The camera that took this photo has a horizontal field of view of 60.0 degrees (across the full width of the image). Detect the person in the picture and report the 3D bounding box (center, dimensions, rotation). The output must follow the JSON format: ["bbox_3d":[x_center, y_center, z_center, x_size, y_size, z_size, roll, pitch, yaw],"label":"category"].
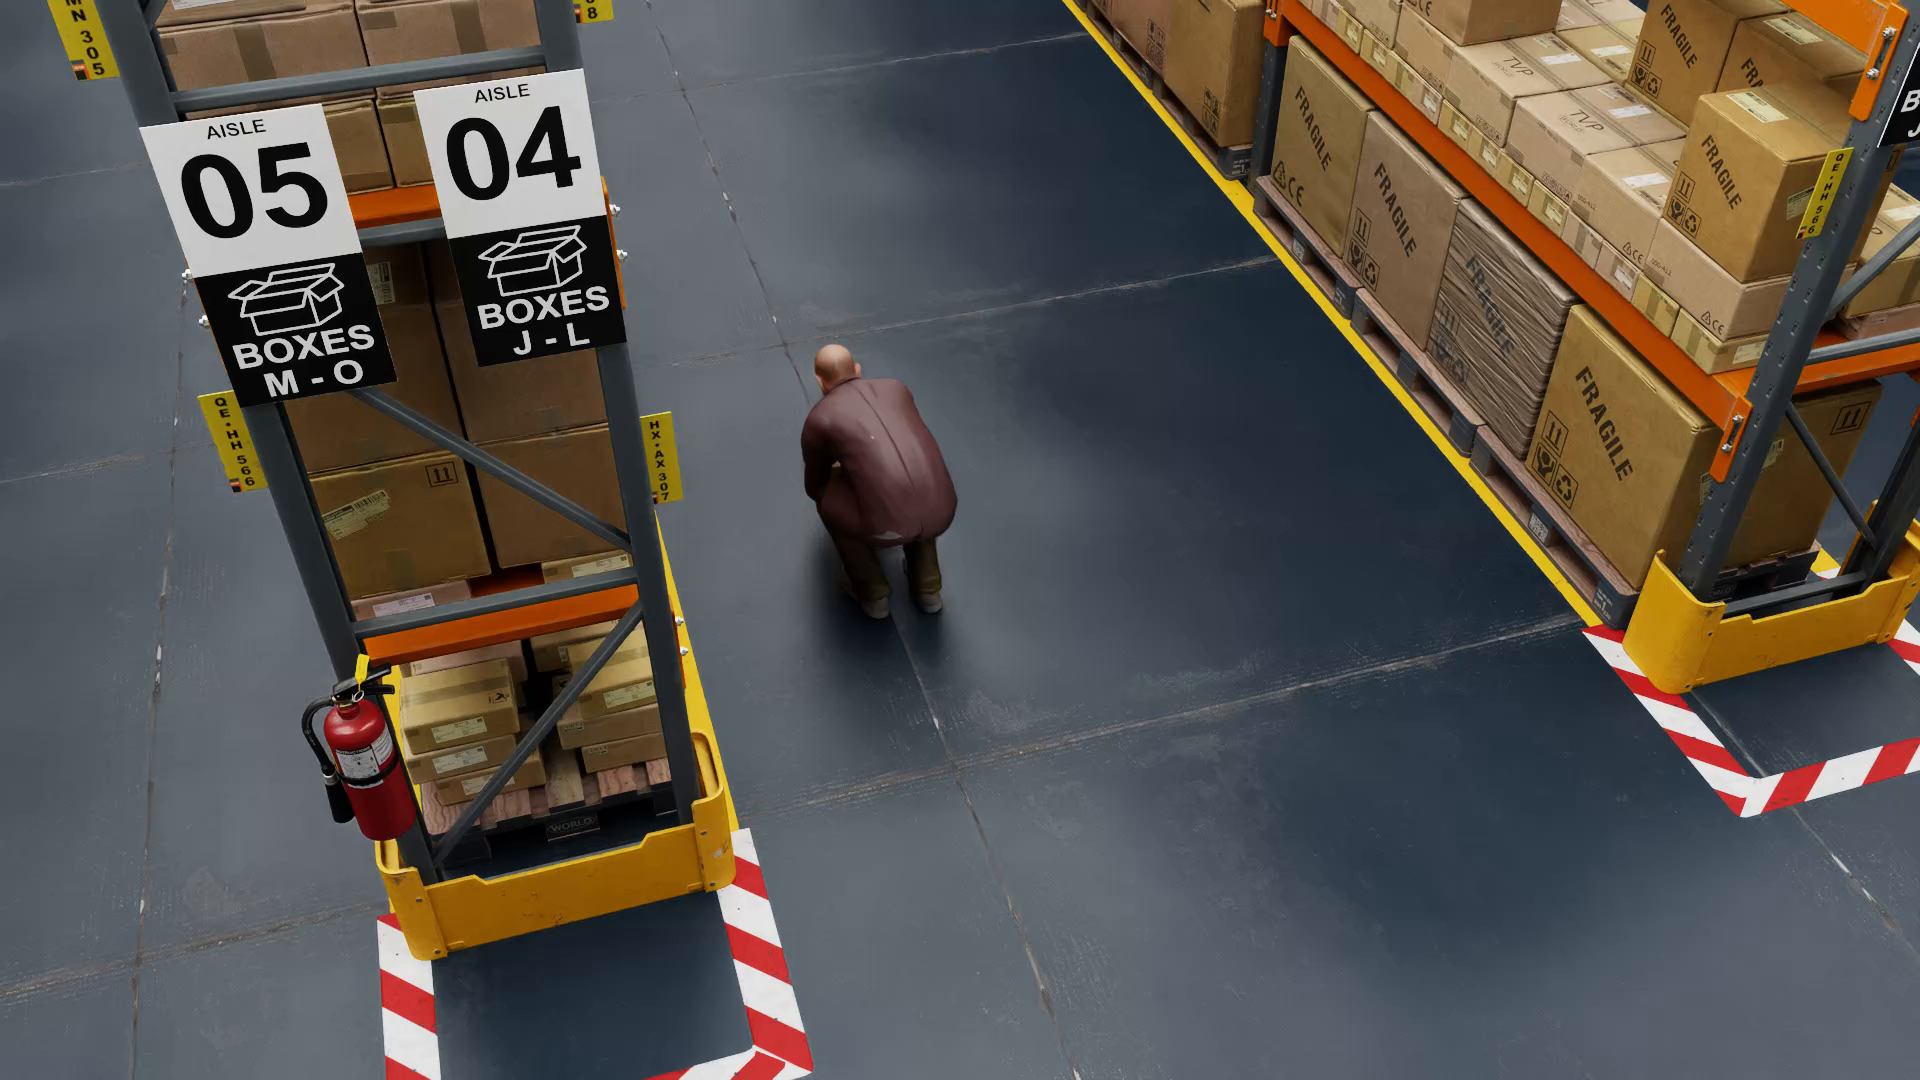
[{"bbox_3d":[-0.352,-0.218,7.025,0.581,0.970,0.954,-17,44,-18],"label":"person"}]
